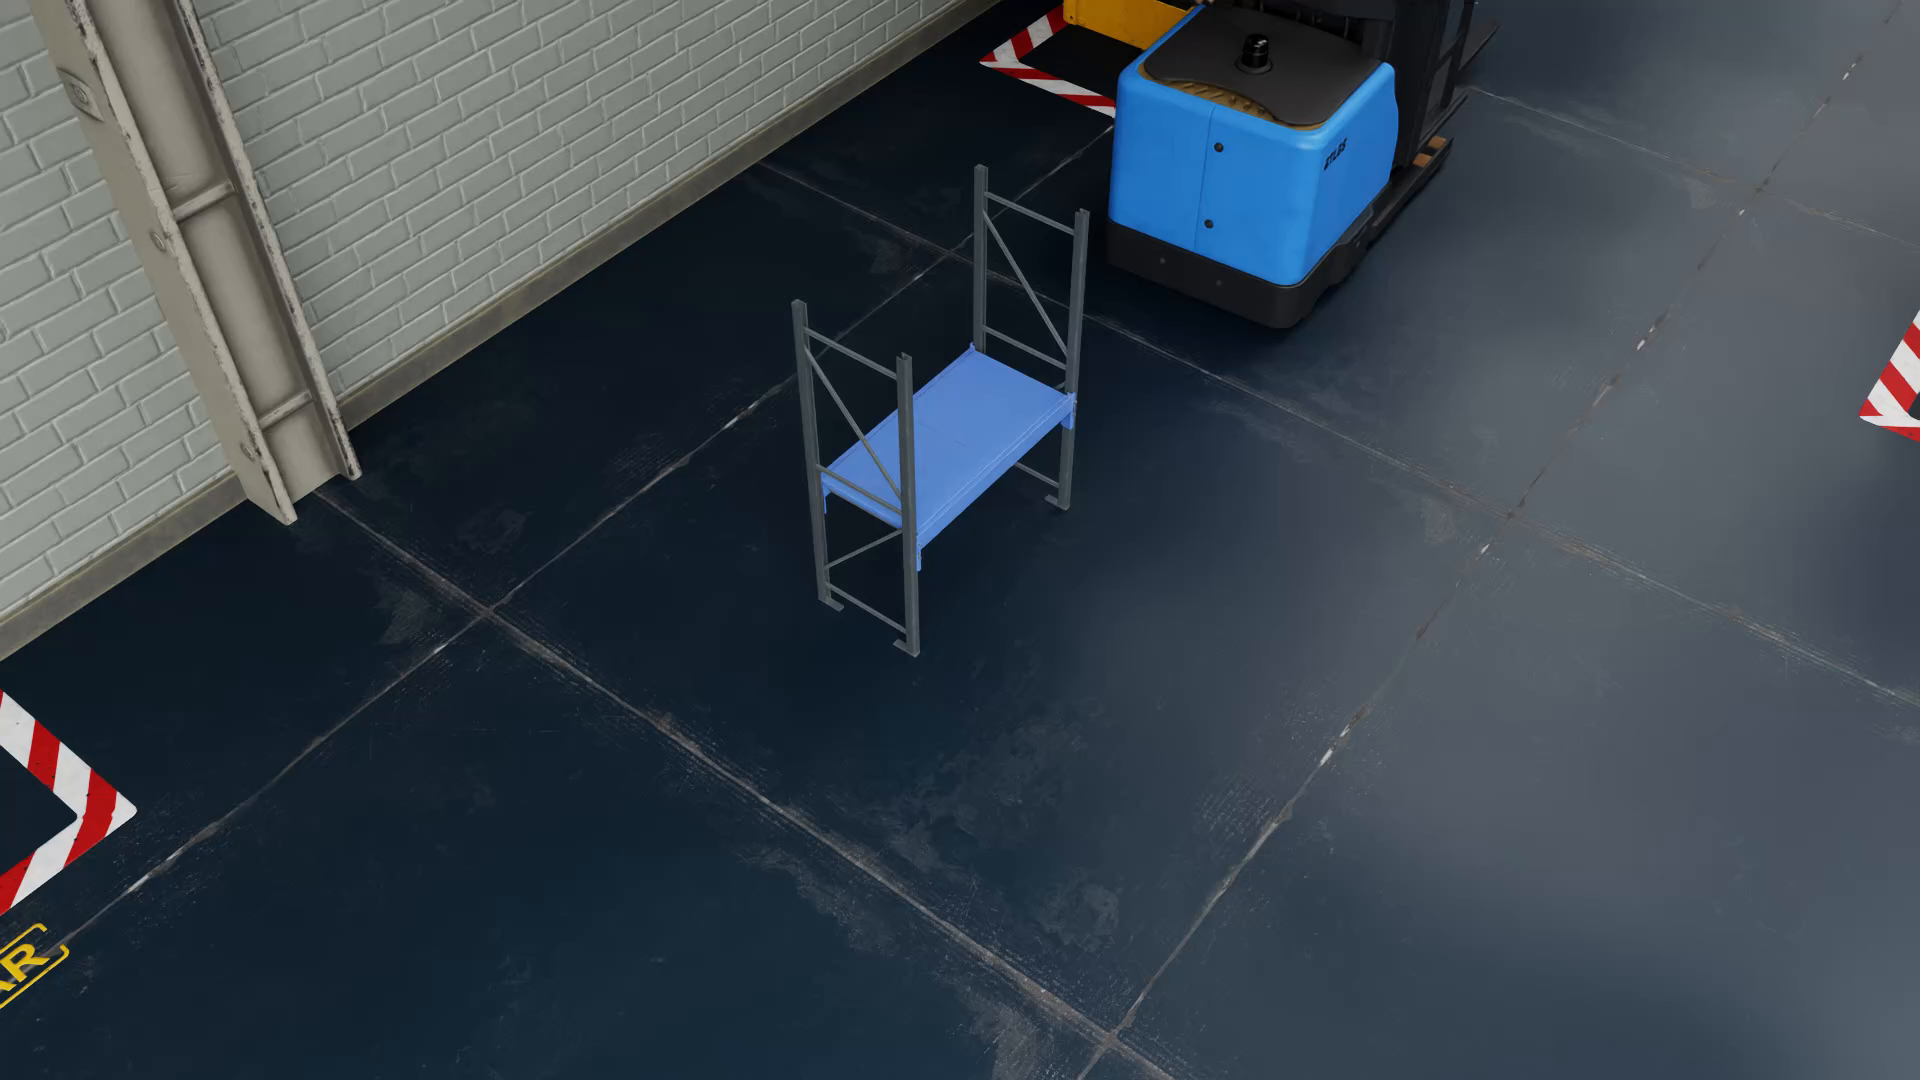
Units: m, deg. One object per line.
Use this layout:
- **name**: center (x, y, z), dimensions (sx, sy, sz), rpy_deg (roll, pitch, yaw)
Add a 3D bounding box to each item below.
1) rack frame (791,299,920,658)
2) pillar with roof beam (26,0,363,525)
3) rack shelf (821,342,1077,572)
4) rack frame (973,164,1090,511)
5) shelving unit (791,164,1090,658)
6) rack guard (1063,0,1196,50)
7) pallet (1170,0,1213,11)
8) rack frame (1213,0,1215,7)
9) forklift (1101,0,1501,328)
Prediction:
- **rack frame**: center (-0.363, -0.178, 6.048), dimensions (0.500, 1.500, 0.032), rpy_deg (29, 53, 25)
- **pillar with roof beam**: center (0.585, -1.446, 2.073), dimensions (9.100, 9.000, 0.400), rpy_deg (29, 53, 25)
- **rack shelf**: center (-0.052, -0.345, 6.456), dimensions (0.538, 0.185, 1.000), rpy_deg (29, 53, 25)
- **rack frame**: center (0.259, -0.760, 6.604), dimensions (0.500, 1.500, 0.032), rpy_deg (29, 53, 25)
- **shelving unit**: center (-0.052, -0.469, 6.326), dimensions (0.538, 1.500, 1.048), rpy_deg (29, 53, 25)
- **rack guard**: center (1.150, -3.107, 9.537), dimensions (1.175, 0.500, 0.348), rpy_deg (29, 53, 25)
- **pallet**: center (1.675, -3.457, 10.071), dimensions (1.003, 0.211, 1.213), rpy_deg (29, 53, 25)
- **rack frame**: center (1.104, -3.927, 8.592), dimensions (1.000, 3.000, 0.127), rpy_deg (29, 53, 25)
- **forklift**: center (1.937, -3.038, 7.790), dimensions (1.130, 2.935, 3.031), rpy_deg (26, 52, 23)
